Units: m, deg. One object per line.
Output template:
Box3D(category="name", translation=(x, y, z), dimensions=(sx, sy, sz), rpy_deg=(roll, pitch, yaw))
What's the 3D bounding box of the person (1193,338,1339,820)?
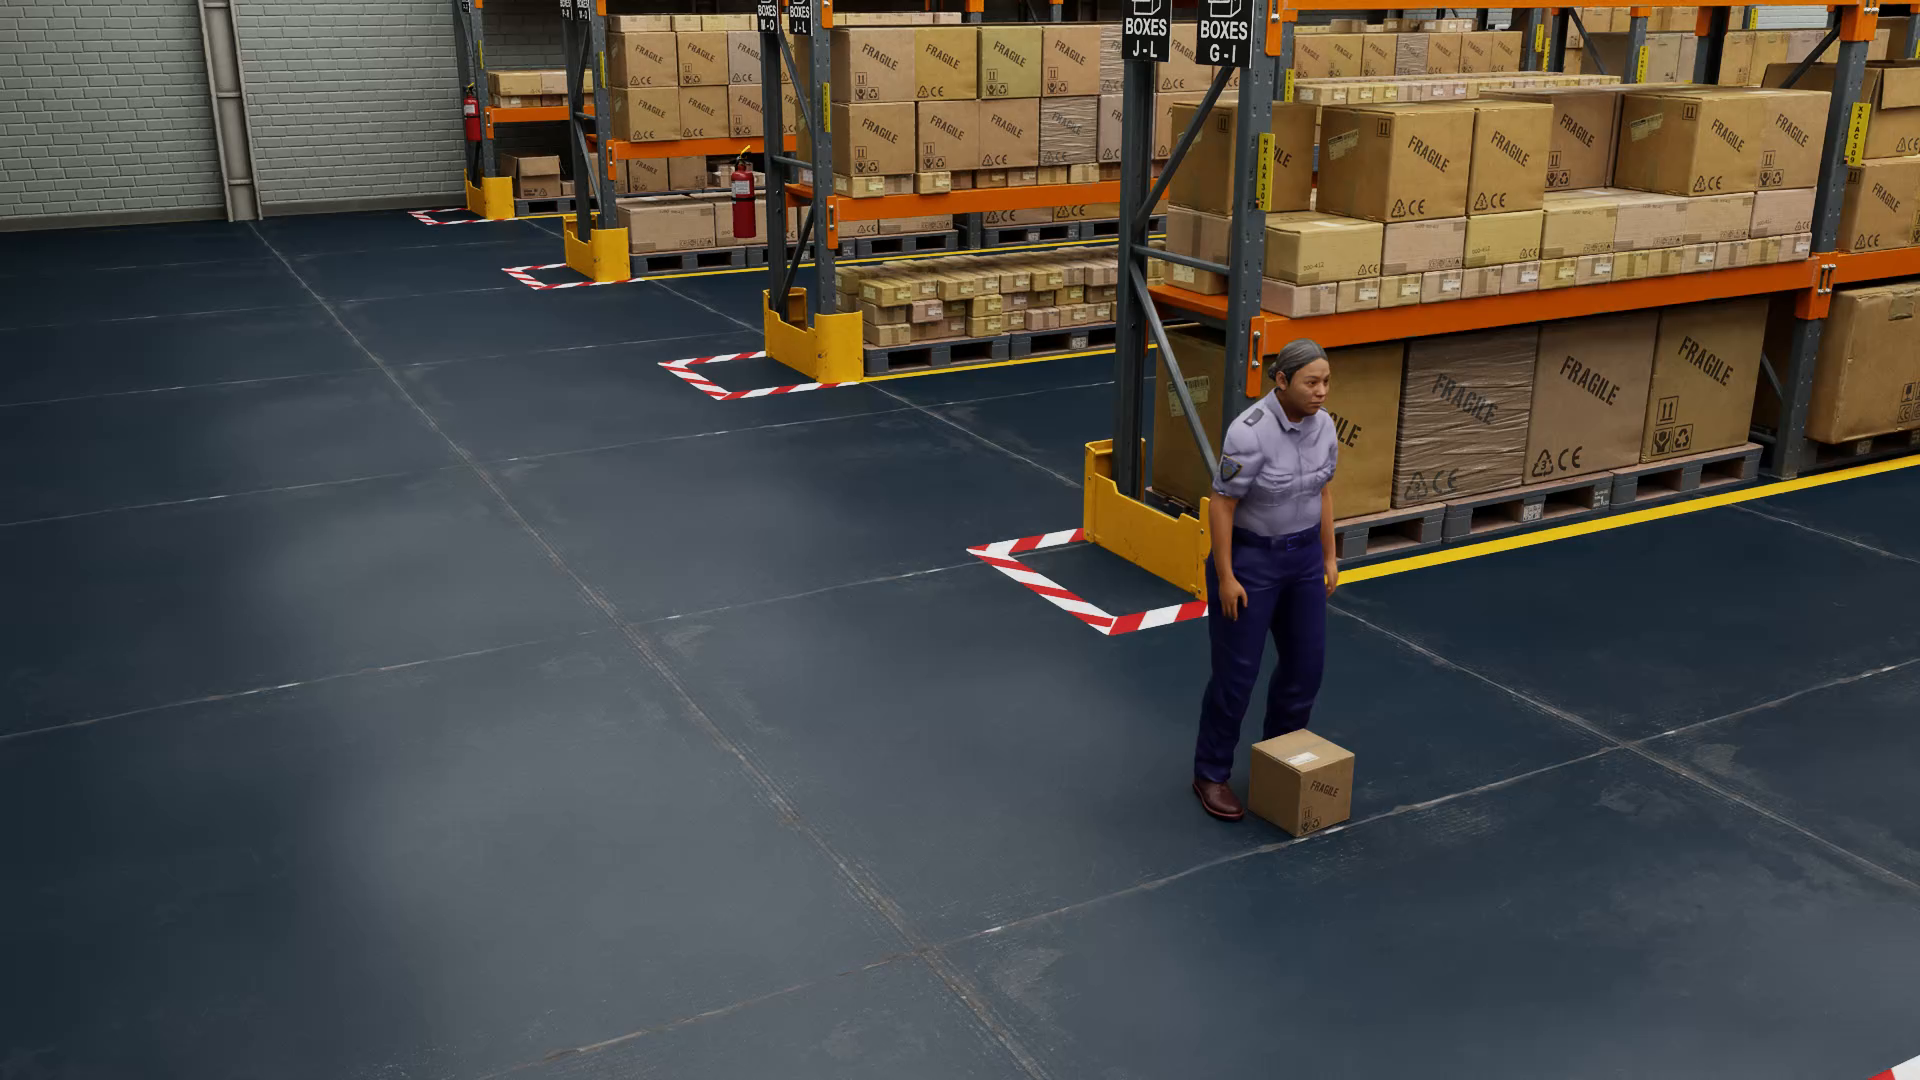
Box3D(category="person", translation=(1.089, 0.128, 5.712), dimensions=(0.562, 1.638, 0.384), rpy_deg=(-11, 21, -29))
